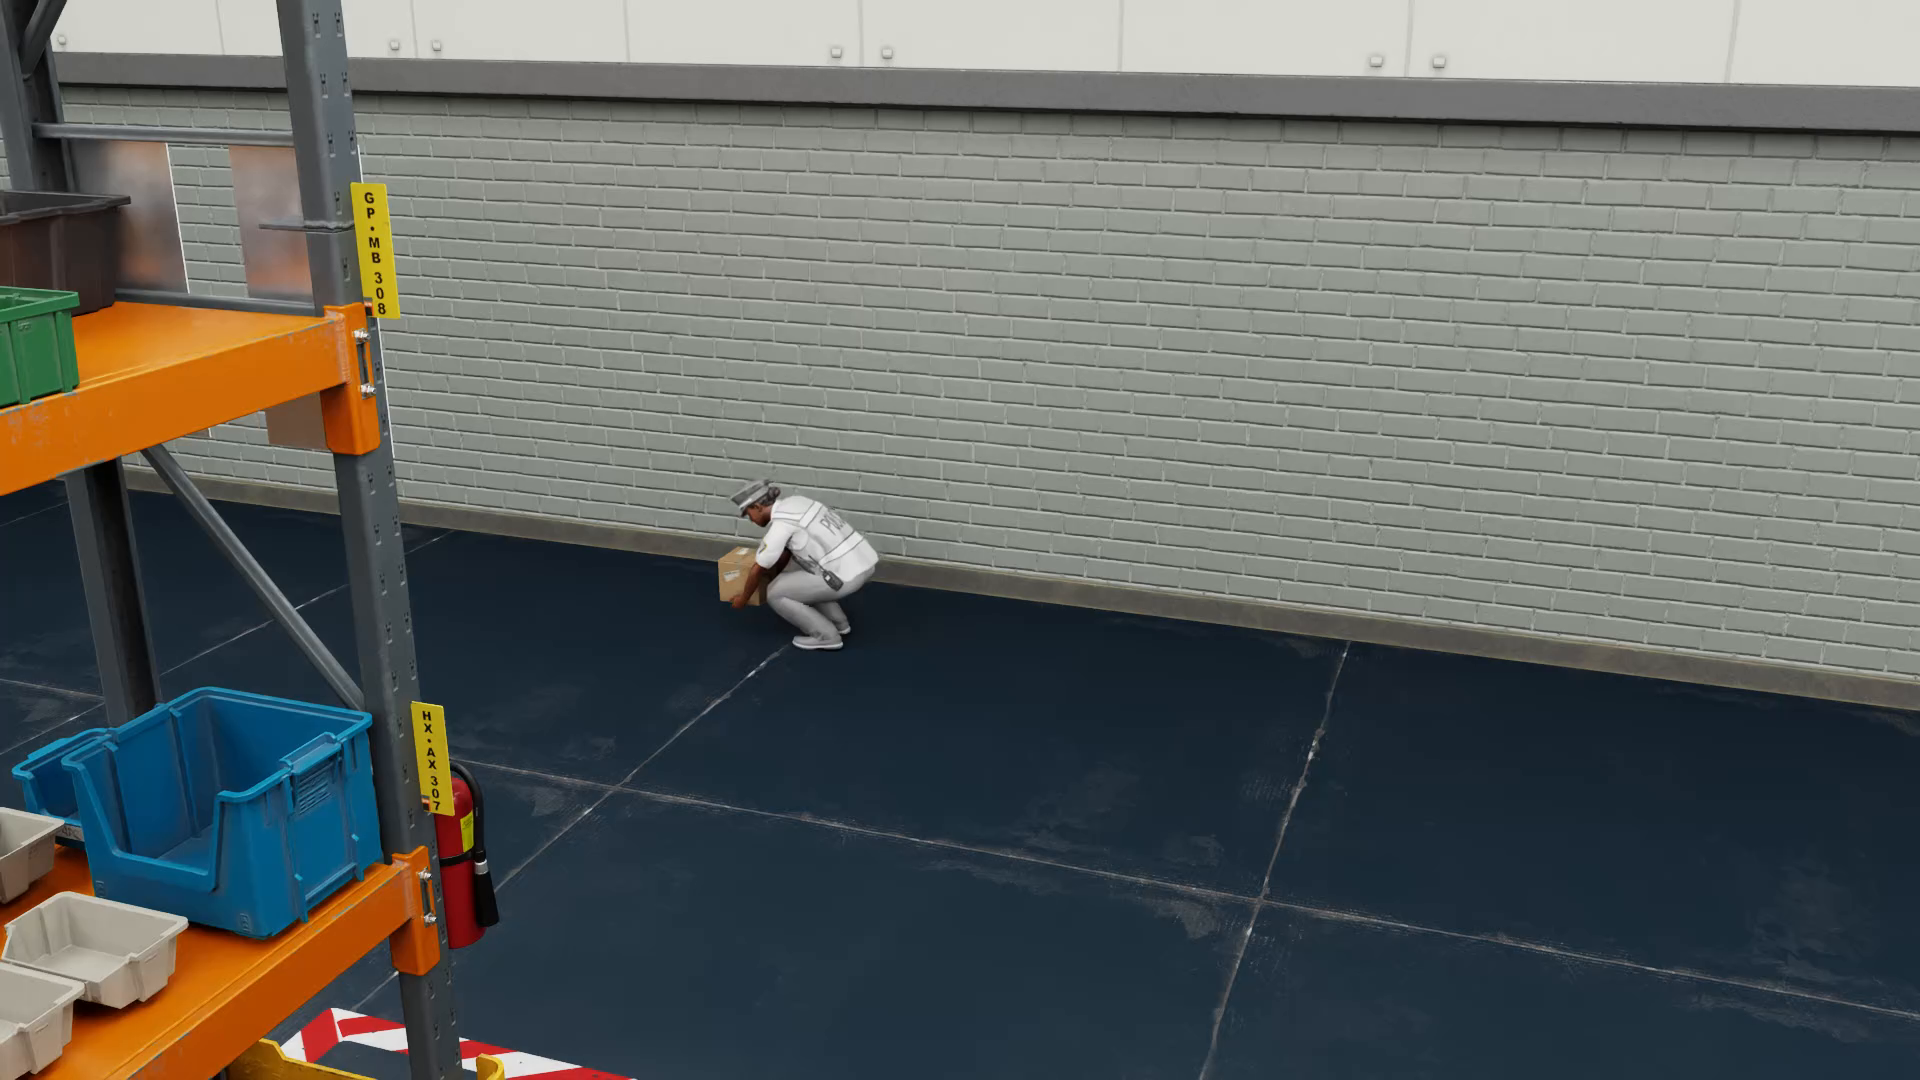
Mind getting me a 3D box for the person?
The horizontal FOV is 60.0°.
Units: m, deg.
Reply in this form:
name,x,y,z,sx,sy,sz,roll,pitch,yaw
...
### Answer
name,x,y,z,sx,sy,sz,roll,pitch,yaw
person,-0.889,0.117,9.344,0.841,0.950,0.495,6,20,18
